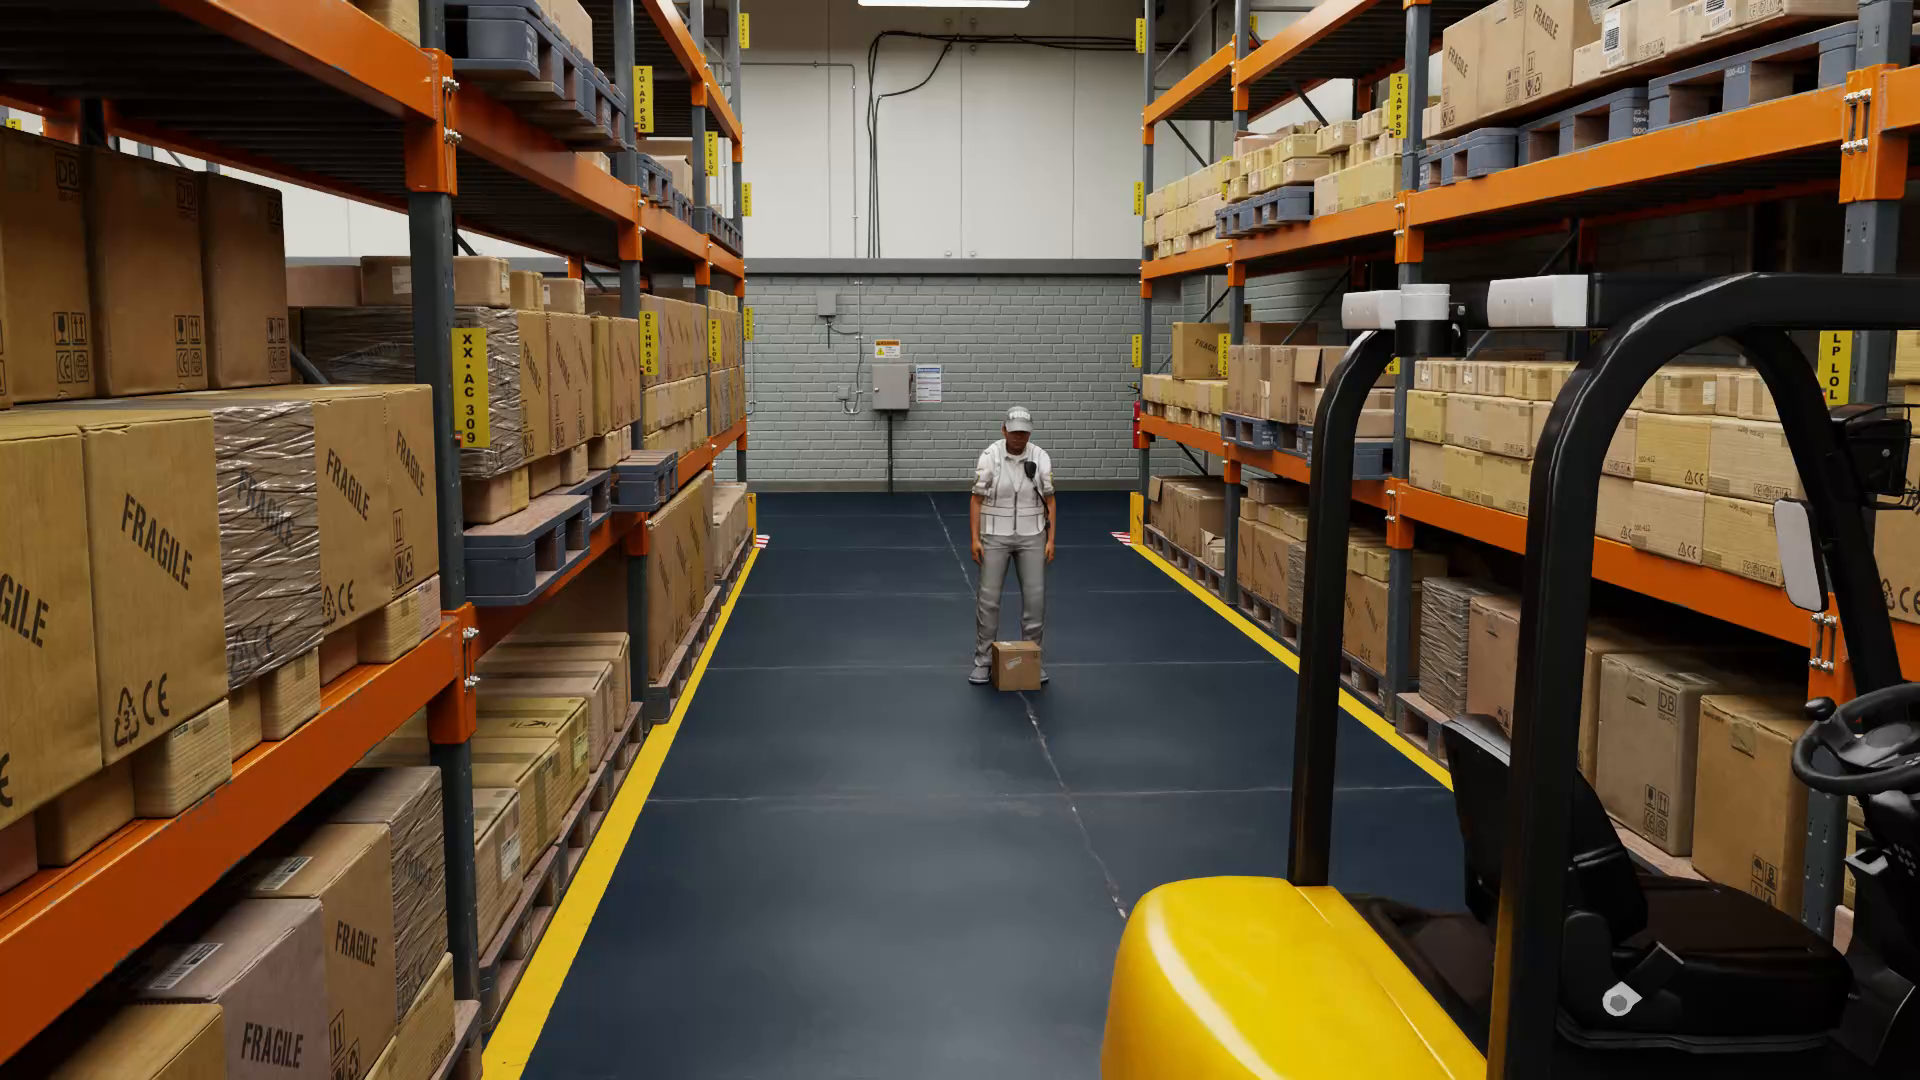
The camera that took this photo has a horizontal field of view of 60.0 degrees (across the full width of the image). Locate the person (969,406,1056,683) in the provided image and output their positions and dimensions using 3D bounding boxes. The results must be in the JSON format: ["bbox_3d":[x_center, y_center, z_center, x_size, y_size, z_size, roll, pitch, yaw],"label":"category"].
[{"bbox_3d":[0.317,0.022,10.046,0.537,1.666,0.454,0,7,-3],"label":"person"}]
